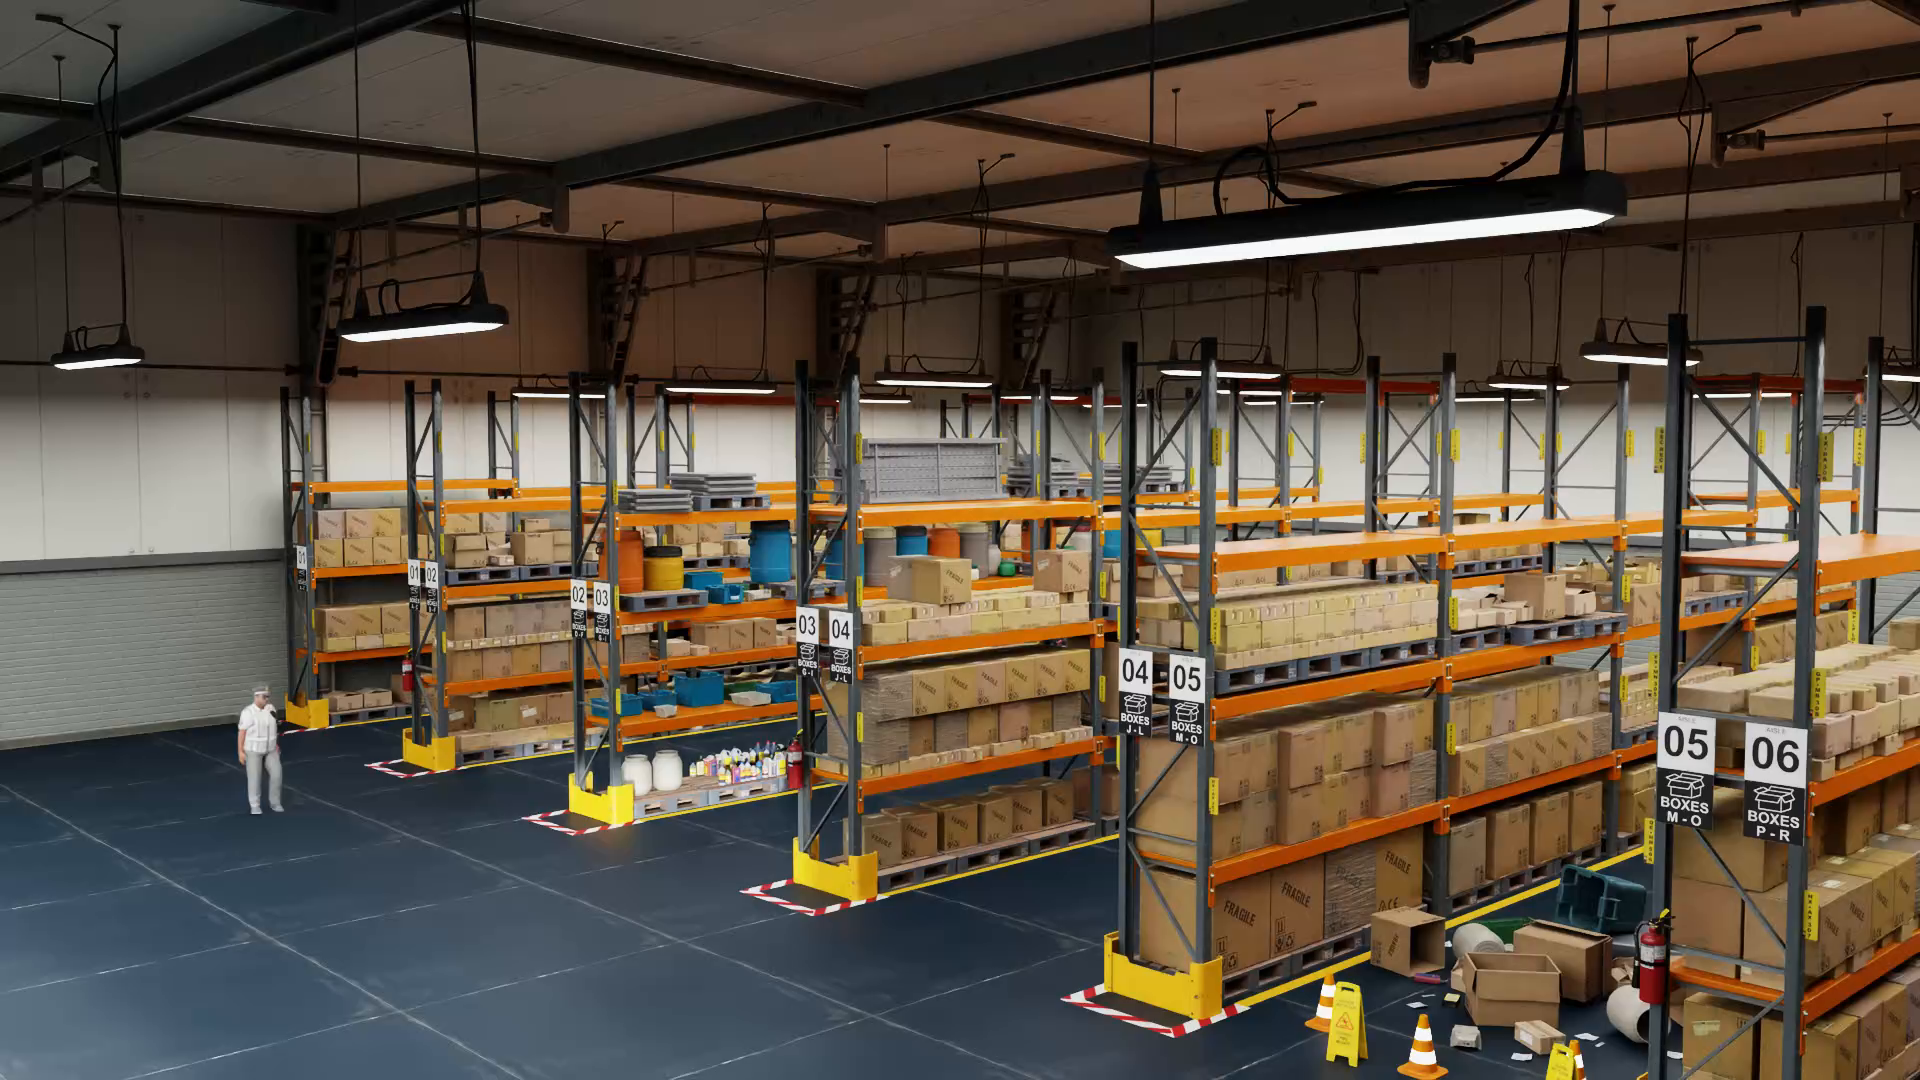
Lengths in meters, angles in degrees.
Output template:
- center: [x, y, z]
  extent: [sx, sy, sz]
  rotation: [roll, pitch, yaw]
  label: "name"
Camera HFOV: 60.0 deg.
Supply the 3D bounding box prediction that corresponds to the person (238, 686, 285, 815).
- center: [-9.534, 2.869, 22.638]
  extent: [0.419, 1.801, 0.629]
  rotation: [3, 4, 35]
  label: "person"
